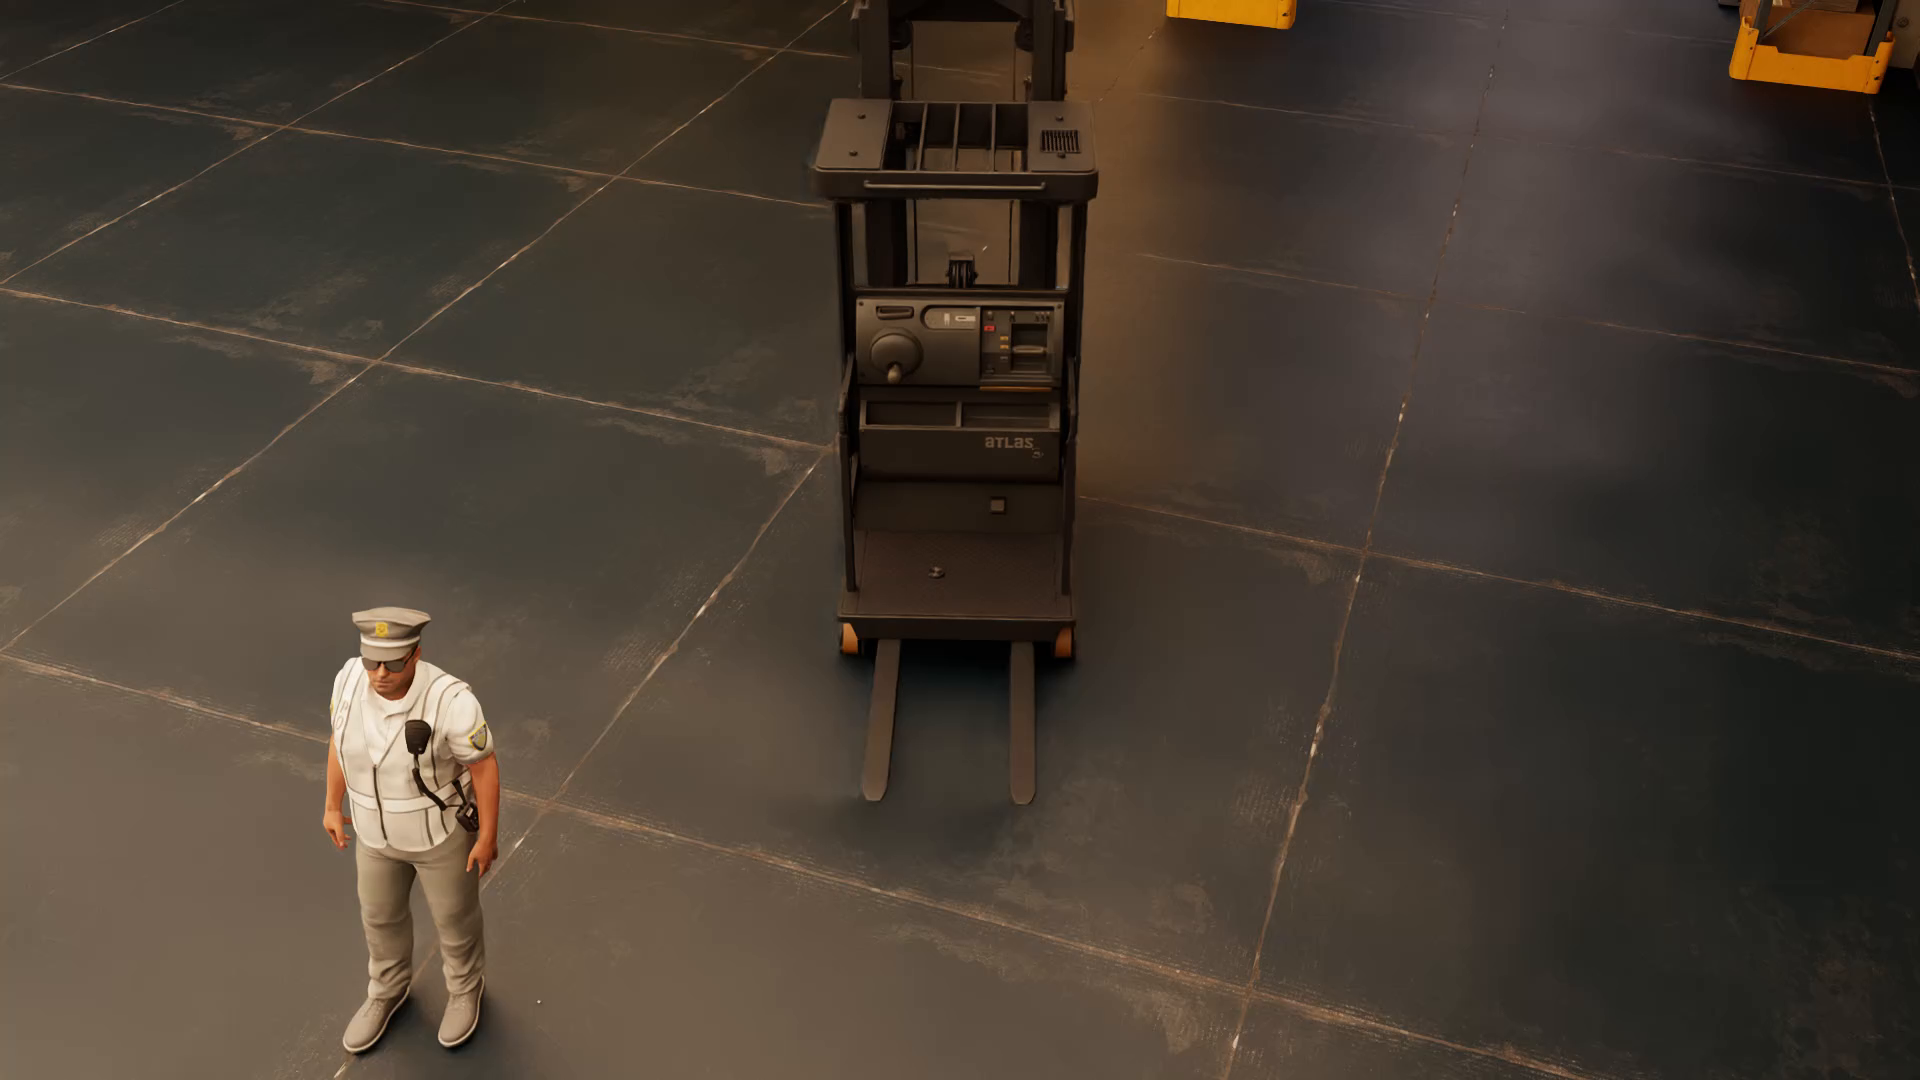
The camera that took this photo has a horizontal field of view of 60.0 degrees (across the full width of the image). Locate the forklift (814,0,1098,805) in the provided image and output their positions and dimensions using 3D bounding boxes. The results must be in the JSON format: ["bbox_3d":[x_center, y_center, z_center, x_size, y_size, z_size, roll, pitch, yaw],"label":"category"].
[{"bbox_3d":[-0.004,-0.823,7.272,1.130,2.935,3.031,1,35,1],"label":"forklift"}]

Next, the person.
[{"bbox_3d":[-1.894,1.008,5.676,0.629,1.782,0.564,7,36,10],"label":"person"}]
